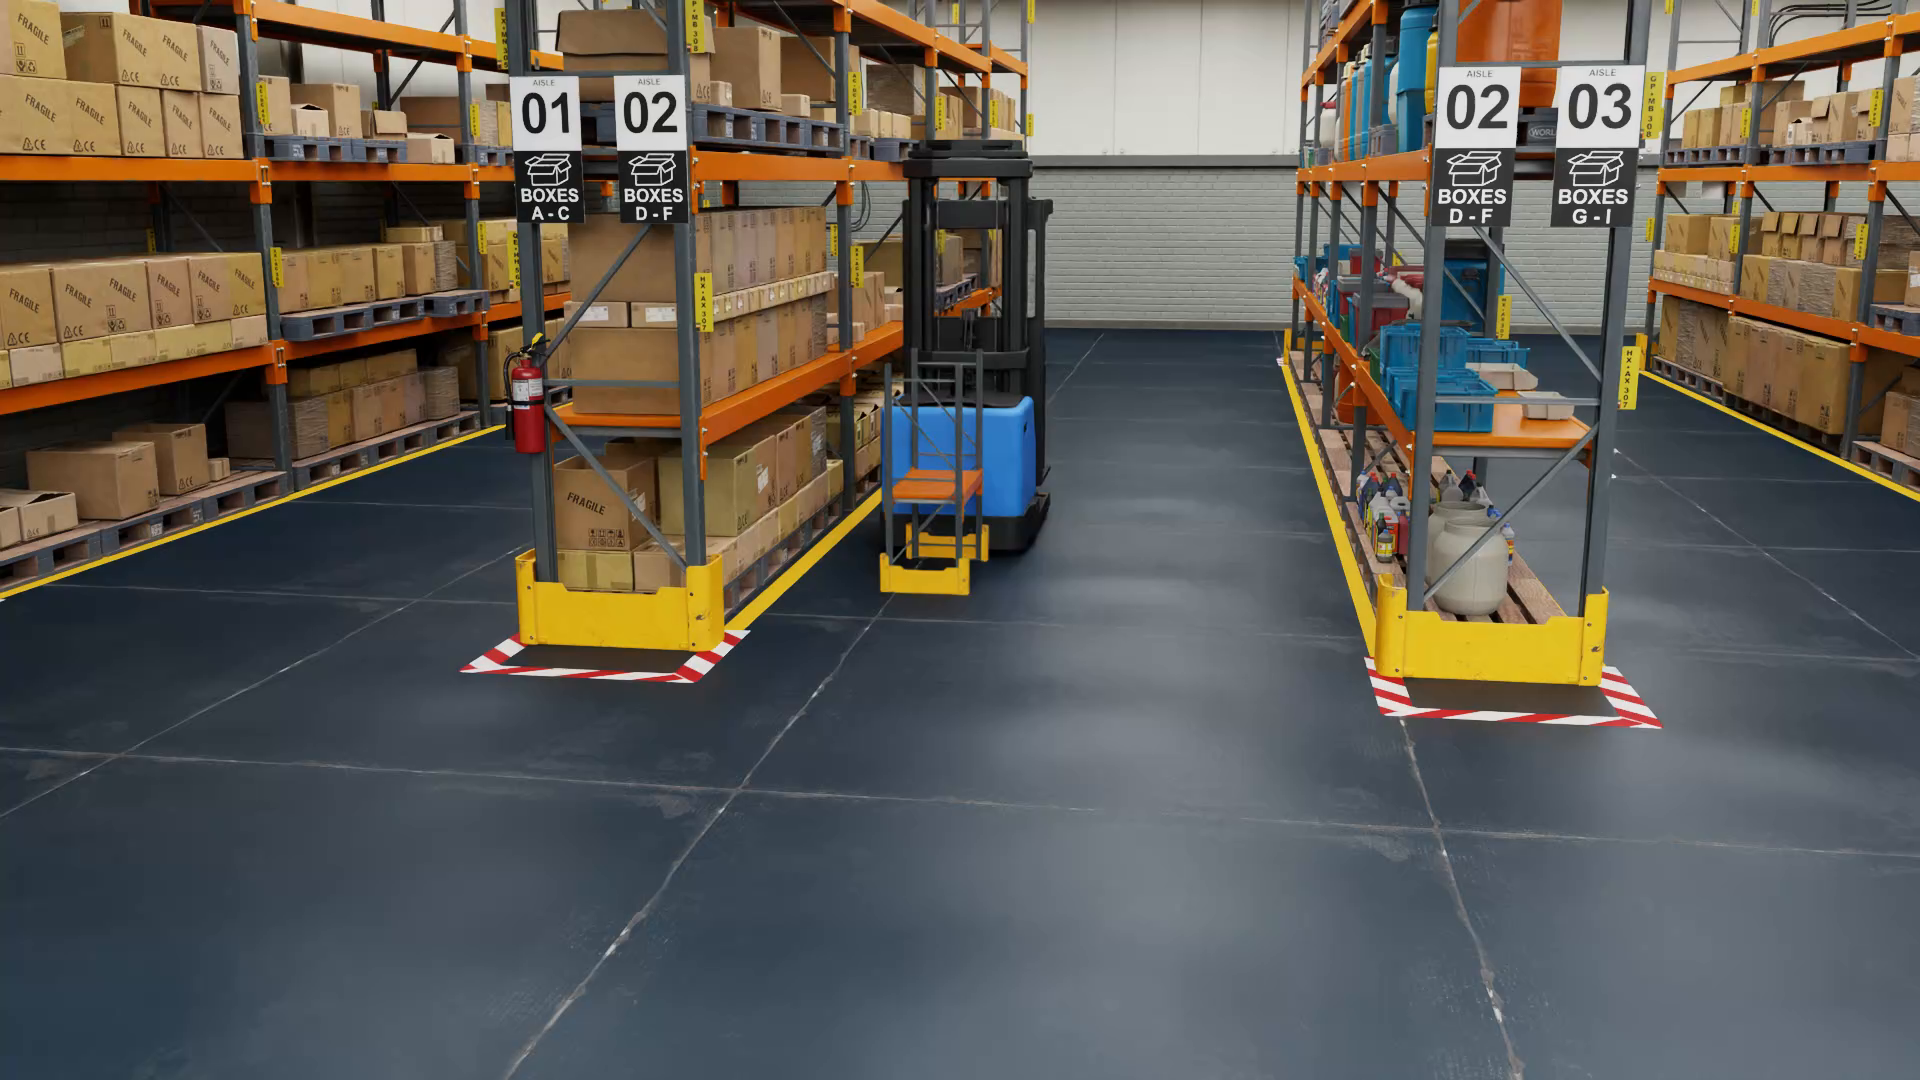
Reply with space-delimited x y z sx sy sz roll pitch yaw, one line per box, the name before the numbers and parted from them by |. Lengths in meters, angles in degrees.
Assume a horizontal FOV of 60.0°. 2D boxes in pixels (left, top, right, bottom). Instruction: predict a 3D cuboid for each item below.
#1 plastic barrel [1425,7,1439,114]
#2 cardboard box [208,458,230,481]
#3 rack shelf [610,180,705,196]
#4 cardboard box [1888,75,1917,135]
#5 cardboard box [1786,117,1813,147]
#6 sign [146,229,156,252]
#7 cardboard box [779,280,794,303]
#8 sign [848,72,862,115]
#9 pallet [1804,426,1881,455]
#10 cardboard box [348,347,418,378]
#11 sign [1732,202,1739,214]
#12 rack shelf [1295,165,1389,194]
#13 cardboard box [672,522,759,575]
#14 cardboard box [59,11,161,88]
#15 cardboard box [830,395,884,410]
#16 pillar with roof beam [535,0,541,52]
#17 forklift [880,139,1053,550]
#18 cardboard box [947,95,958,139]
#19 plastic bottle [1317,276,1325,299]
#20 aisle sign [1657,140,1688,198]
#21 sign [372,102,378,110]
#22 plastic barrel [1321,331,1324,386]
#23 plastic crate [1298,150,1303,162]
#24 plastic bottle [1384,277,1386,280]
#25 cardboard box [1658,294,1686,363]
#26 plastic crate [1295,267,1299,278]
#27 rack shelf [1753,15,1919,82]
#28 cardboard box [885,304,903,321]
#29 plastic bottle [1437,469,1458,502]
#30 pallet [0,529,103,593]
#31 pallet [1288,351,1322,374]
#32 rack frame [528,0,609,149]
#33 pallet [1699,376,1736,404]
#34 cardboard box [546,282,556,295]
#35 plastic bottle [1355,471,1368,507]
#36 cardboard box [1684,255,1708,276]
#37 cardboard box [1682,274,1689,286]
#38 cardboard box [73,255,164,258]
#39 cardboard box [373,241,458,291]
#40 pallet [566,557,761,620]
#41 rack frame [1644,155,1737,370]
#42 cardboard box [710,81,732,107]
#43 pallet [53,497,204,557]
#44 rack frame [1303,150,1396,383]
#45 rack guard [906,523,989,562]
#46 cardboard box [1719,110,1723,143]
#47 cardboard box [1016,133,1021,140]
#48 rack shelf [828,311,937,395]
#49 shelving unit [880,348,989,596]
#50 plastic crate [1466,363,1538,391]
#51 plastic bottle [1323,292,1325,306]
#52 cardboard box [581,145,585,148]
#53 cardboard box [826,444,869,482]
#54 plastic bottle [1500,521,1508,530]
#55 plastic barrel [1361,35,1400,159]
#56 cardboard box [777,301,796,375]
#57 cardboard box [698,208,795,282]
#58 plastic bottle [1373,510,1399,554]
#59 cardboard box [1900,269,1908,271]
plastic barrel | 2.966 -2.728 9.469 0.600 0.588 0.600 0 12 0
cardboard box | -6.311 -0.594 13.813 0.380 0.166 0.250 0 12 1
rack shelf | -4.720 -5.073 23.501 1.077 0.370 4.000 2 12 9
cardboard box | 8.714 -3.898 14.917 0.500 0.500 0.500 2 12 9
cardboard box | 9.398 -4.463 18.178 0.500 0.311 0.500 1 12 7
sign | -6.807 -2.460 14.040 0.100 0.325 0.005 2 12 9
cardboard box | -1.389 -1.755 11.741 0.380 0.149 0.250 2 12 10
sign | -0.814 -3.457 12.880 0.100 0.325 0.005 2 12 9
pallet | 9.236 -1.026 16.755 1.003 0.211 1.213 2 12 9
cardboard box | -5.852 -1.801 16.839 0.500 0.250 0.500 2 12 10
sign | 10.805 -4.555 23.197 0.100 0.325 0.005 2 12 9
rack shelf | 5.069 -4.752 22.011 1.077 0.370 4.000 2 12 9
cardboard box | -1.602 0.046 10.690 0.500 0.250 0.500 2 12 9
cardboard box | -6.211 -3.554 12.086 0.500 0.500 0.500 1 12 7
cardboard box | -0.892 -1.142 14.871 0.500 0.311 0.500 1 12 7
pillar with roof beam | -1.521 -6.509 21.336 9.100 9.000 0.400 2 12 9
forklift | 0.139 -1.620 13.051 1.130 2.935 3.031 2 12 8
cardboard box | -0.363 -4.909 19.562 0.600 0.600 0.600 2 12 8
plastic bottle | 4.172 -2.884 19.048 0.152 0.276 0.135 2 12 9
aisle sign | 9.986 -5.189 23.279 0.394 0.787 0.004 2 12 9
sign | -6.190 -4.487 17.658 0.100 0.325 0.005 2 12 9
plastic barrel | 4.661 -2.288 19.973 0.600 0.901 0.708 2 12 9
plastic crate | 5.042 -5.385 23.551 0.497 0.269 0.590 2 12 9
plastic bottle | 4.866 -2.859 18.933 0.152 0.276 0.135 2 12 9
cardboard box | 10.251 -2.924 22.988 0.875 0.875 0.875 2 12 9
plastic crate | 4.778 -3.708 23.063 0.250 0.136 0.298 2 12 9
rack shelf | 9.348 -5.030 17.129 1.077 0.370 4.000 2 12 9
cardboard box | -0.613 -2.231 16.320 0.380 0.149 0.250 2 12 9
plastic bottle | 3.575 -0.337 12.181 0.144 0.351 0.185 2 12 9
pallet | -6.702 0.135 11.365 1.003 0.211 1.213 2 12 9
pallet | 5.212 -2.520 23.686 1.003 0.211 1.213 2 12 9
rack frame | -5.028 -6.475 21.177 1.000 3.000 0.127 2 12 9
pallet | 9.850 -1.853 20.591 1.003 0.211 1.213 2 12 9
cardboard box | -5.091 -3.032 19.989 0.380 0.149 0.250 2 12 10
plastic bottle | 3.049 -0.385 12.591 0.097 0.271 0.097 0 12 0
cardboard box | 9.701 -3.552 21.507 0.500 0.250 0.500 2 12 8
cardboard box | 9.655 -3.387 21.686 0.380 0.149 0.250 2 12 7
cardboard box | -6.620 -1.981 13.095 0.500 0.500 0.500 2 12 8
cardboard box | -5.705 -2.875 17.433 0.700 0.500 0.500 0 12 2
pallet | -1.902 0.318 10.516 1.003 0.211 1.213 2 12 9
rack frame | 10.271 -3.893 23.439 1.000 3.000 0.127 2 12 9
cardboard box | -1.623 -2.741 10.238 0.380 0.149 0.250 2 12 9
pallet | -6.512 -0.118 12.540 1.003 0.211 1.213 2 12 9
rack frame | 4.762 -3.221 20.320 1.000 3.000 0.127 2 12 9
rack guard | -0.092 0.016 11.826 0.587 0.250 0.087 2 12 8
cardboard box | 10.024 -5.211 20.961 0.700 0.500 0.500 2 12 11
cardboard box | 0.579 -5.633 23.561 0.500 0.250 0.500 2 12 9
rack shelf | -1.055 -1.782 15.348 1.077 0.370 4.000 2 12 9
shelving unit | -0.161 -0.491 11.212 0.587 1.500 1.083 2 12 8
plastic crate | 3.532 -1.081 11.013 0.530 0.136 0.437 2 12 9
plastic bottle | 3.963 -2.603 17.922 0.097 0.201 0.097 0 12 0
cardboard box | -5.154 -5.339 22.150 0.500 0.250 0.500 2 12 9
cardboard box | -1.056 -0.654 13.938 0.500 0.250 0.500 2 12 7
plastic bottle | 3.556 -0.024 10.889 0.061 0.283 0.133 2 12 10
plastic barrel | 3.395 -3.380 12.747 0.600 0.901 0.708 2 12 9
cardboard box | -1.580 -1.459 11.906 0.700 0.500 0.500 2 12 9
cardboard box | -1.579 -2.098 11.792 0.700 0.500 0.500 2 12 9
plastic bottle | 2.831 -0.055 11.048 0.152 0.276 0.135 2 12 9
cardboard box | 9.384 -2.369 16.129 0.500 0.500 0.500 2 12 10
